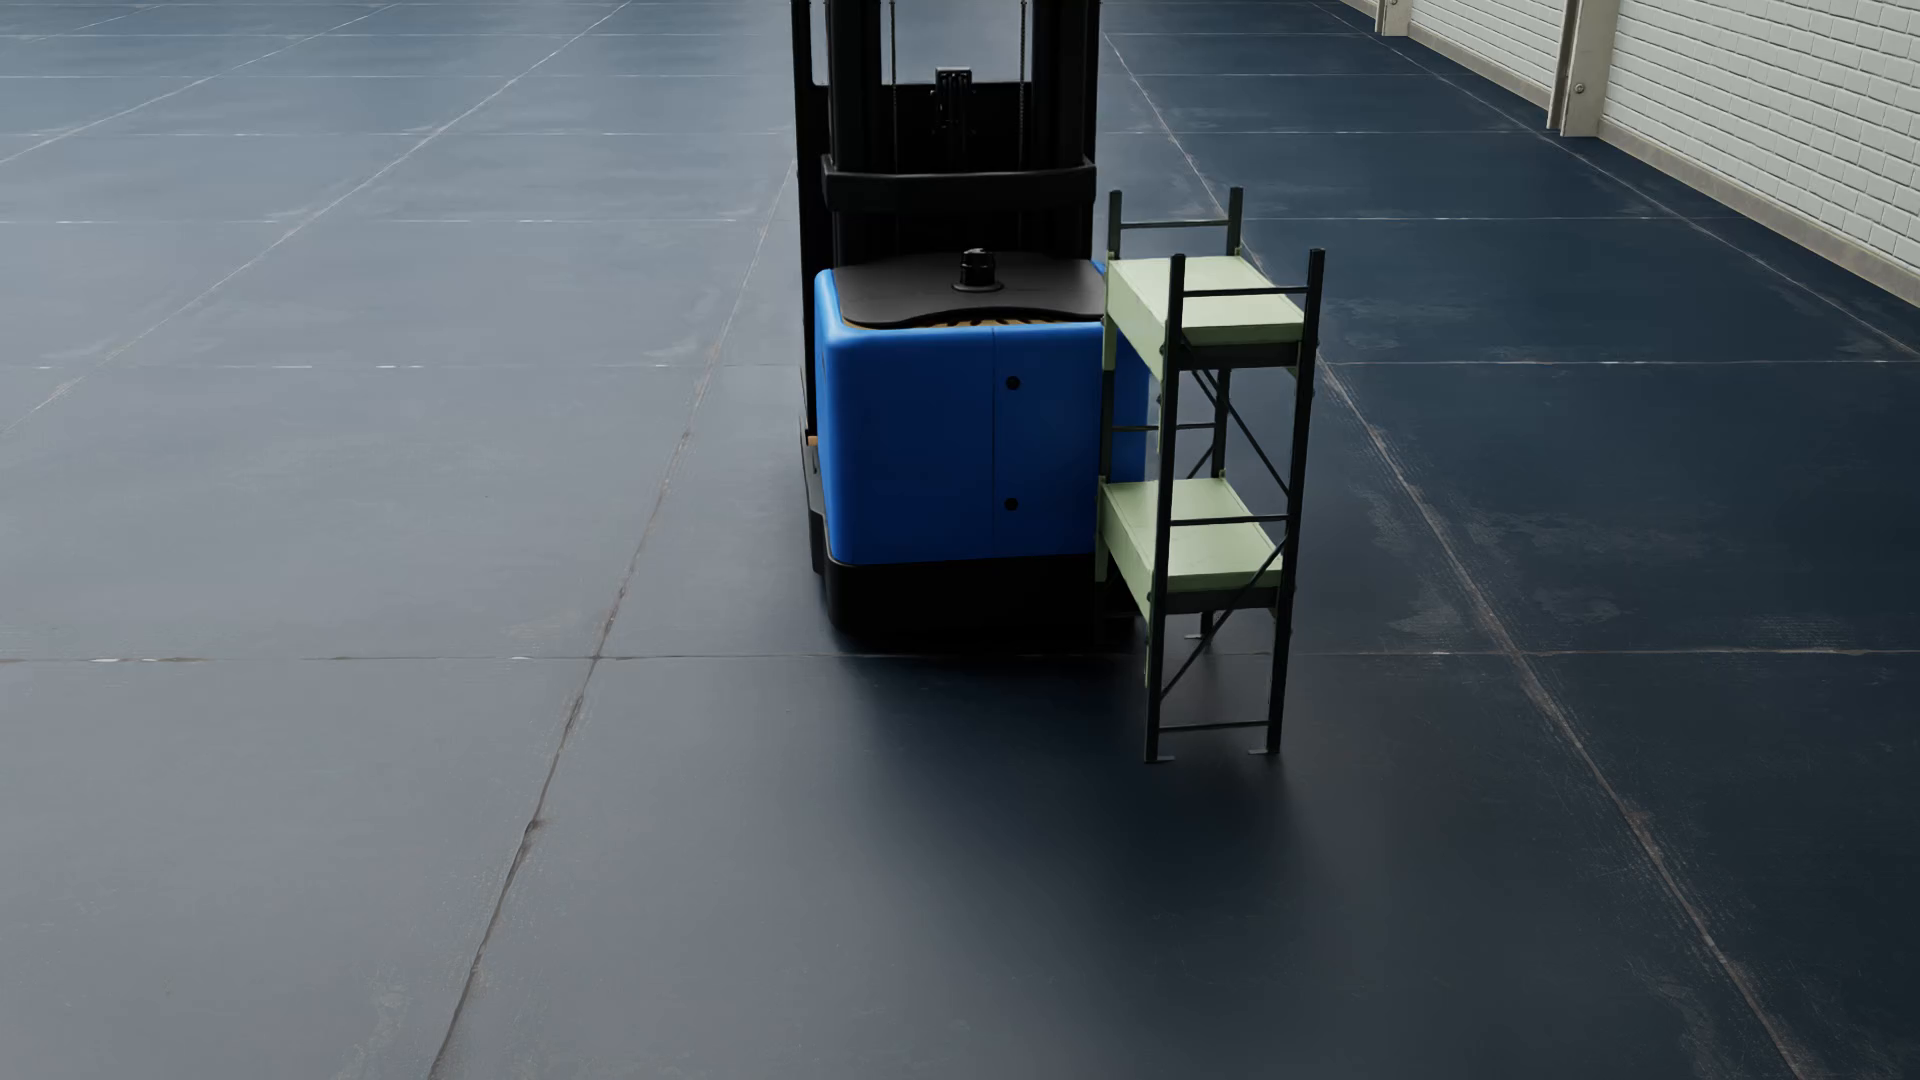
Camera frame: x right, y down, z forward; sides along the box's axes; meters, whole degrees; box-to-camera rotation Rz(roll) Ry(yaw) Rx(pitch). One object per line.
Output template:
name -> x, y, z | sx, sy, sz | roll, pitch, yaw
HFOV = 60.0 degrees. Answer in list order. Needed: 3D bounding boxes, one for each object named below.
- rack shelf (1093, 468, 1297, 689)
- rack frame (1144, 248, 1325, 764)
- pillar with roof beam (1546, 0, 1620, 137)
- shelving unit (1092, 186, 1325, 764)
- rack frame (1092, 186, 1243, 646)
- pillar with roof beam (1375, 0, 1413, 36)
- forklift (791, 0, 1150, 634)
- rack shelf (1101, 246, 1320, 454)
rack shelf -> 0.685, 0.097, 5.006 | 0.431, 0.370, 0.720 | -3, 25, -7
rack frame -> 0.734, -0.050, 4.541 | 0.400, 1.500, 0.023 | -3, 25, -7
pillar with roof beam -> 0.733, -7.436, 11.771 | 9.100, 9.000, 0.400 | 0, 24, -1
shelving unit -> 0.685, -0.200, 4.871 | 0.431, 1.500, 0.755 | -3, 25, -7
rack frame -> 0.637, -0.349, 5.202 | 0.400, 1.500, 0.023 | -3, 25, -7
pillar with roof beam -> 0.667, -9.908, 17.238 | 9.100, 9.000, 0.400 | 0, 24, -1
forklift -> -0.082, -1.606, 6.243 | 1.130, 2.935, 3.031 | -3, 25, -7
rack shelf -> 0.685, -0.555, 4.711 | 0.431, 0.370, 0.720 | -3, 25, -7
